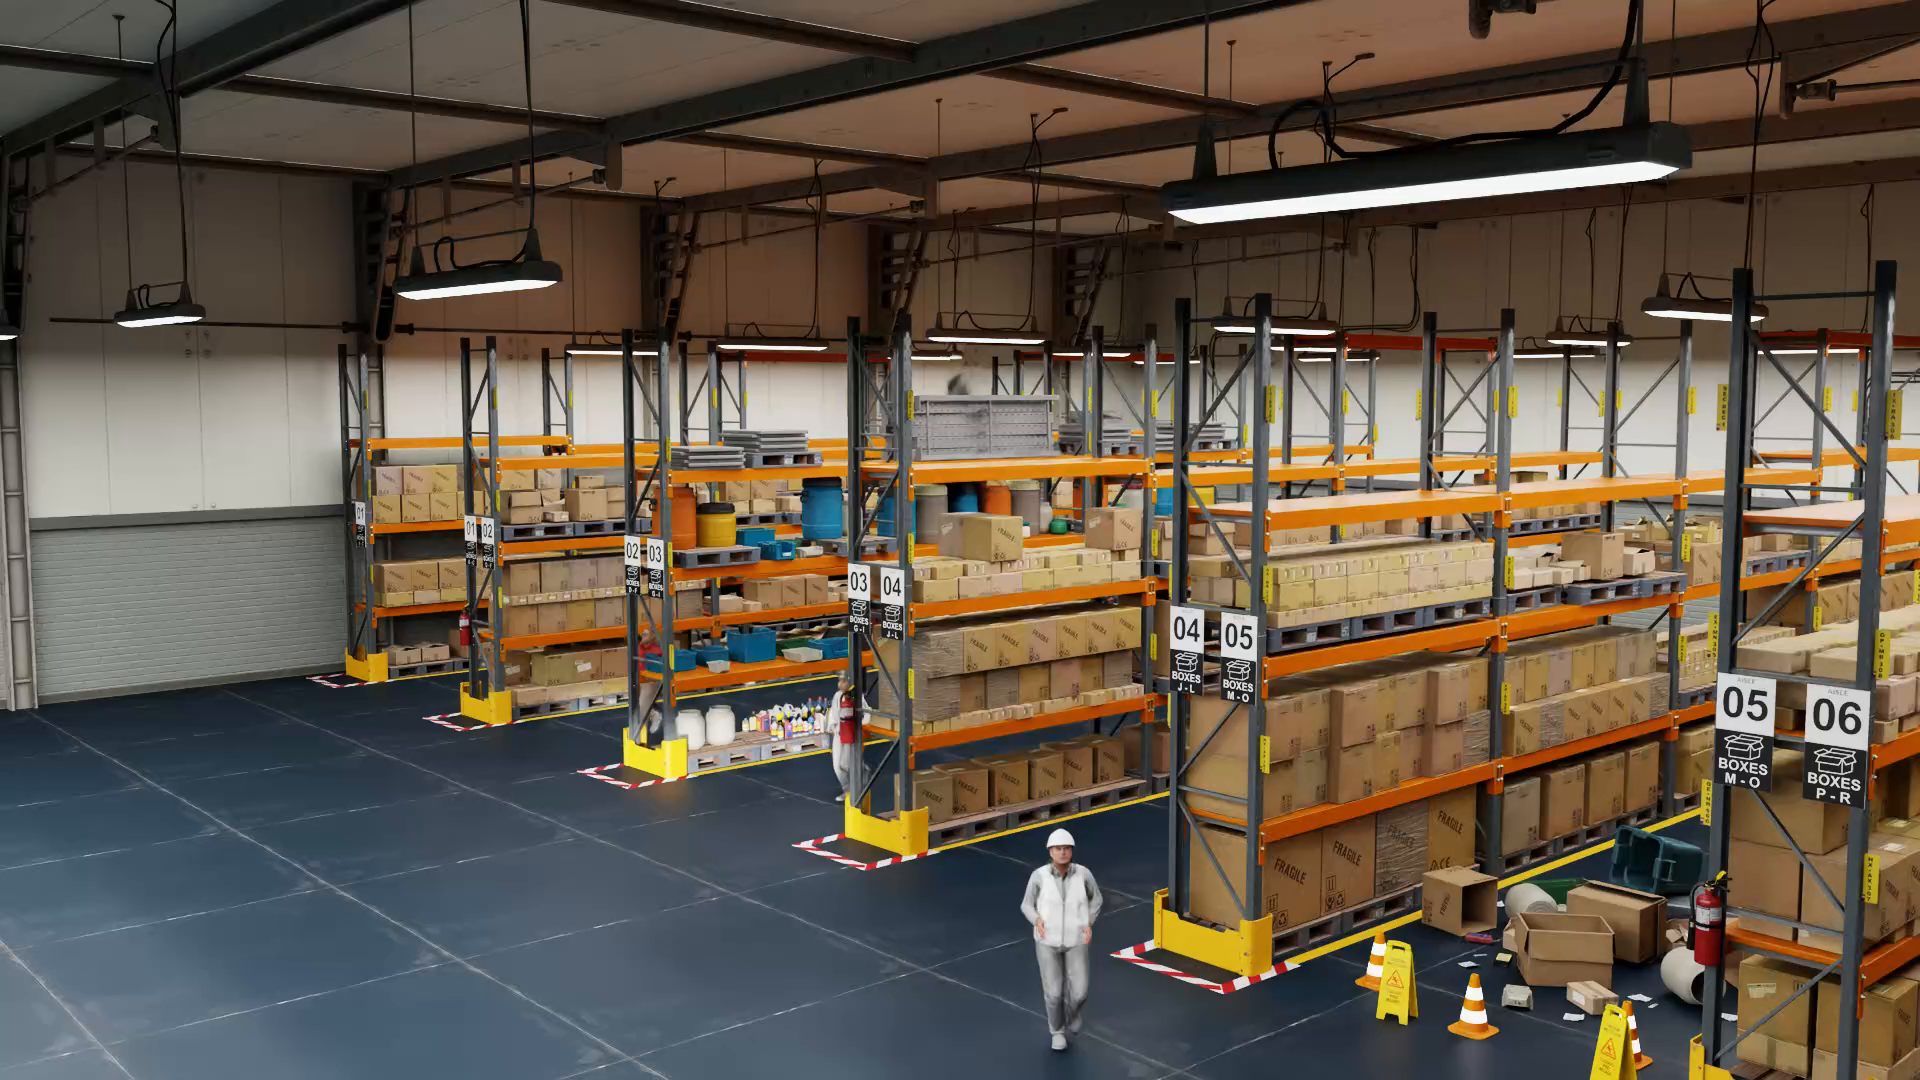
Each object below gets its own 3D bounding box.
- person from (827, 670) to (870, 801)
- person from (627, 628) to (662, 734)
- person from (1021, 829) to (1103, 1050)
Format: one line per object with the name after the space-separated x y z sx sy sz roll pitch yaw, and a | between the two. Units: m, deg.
-1.424 2.460 21.074 0.621 1.652 0.585 4 6 37 | person
-4.573 2.136 24.436 0.672 1.706 0.796 4 6 36 | person
0.805 3.135 13.035 0.653 1.724 0.596 0 5 -1 | person
